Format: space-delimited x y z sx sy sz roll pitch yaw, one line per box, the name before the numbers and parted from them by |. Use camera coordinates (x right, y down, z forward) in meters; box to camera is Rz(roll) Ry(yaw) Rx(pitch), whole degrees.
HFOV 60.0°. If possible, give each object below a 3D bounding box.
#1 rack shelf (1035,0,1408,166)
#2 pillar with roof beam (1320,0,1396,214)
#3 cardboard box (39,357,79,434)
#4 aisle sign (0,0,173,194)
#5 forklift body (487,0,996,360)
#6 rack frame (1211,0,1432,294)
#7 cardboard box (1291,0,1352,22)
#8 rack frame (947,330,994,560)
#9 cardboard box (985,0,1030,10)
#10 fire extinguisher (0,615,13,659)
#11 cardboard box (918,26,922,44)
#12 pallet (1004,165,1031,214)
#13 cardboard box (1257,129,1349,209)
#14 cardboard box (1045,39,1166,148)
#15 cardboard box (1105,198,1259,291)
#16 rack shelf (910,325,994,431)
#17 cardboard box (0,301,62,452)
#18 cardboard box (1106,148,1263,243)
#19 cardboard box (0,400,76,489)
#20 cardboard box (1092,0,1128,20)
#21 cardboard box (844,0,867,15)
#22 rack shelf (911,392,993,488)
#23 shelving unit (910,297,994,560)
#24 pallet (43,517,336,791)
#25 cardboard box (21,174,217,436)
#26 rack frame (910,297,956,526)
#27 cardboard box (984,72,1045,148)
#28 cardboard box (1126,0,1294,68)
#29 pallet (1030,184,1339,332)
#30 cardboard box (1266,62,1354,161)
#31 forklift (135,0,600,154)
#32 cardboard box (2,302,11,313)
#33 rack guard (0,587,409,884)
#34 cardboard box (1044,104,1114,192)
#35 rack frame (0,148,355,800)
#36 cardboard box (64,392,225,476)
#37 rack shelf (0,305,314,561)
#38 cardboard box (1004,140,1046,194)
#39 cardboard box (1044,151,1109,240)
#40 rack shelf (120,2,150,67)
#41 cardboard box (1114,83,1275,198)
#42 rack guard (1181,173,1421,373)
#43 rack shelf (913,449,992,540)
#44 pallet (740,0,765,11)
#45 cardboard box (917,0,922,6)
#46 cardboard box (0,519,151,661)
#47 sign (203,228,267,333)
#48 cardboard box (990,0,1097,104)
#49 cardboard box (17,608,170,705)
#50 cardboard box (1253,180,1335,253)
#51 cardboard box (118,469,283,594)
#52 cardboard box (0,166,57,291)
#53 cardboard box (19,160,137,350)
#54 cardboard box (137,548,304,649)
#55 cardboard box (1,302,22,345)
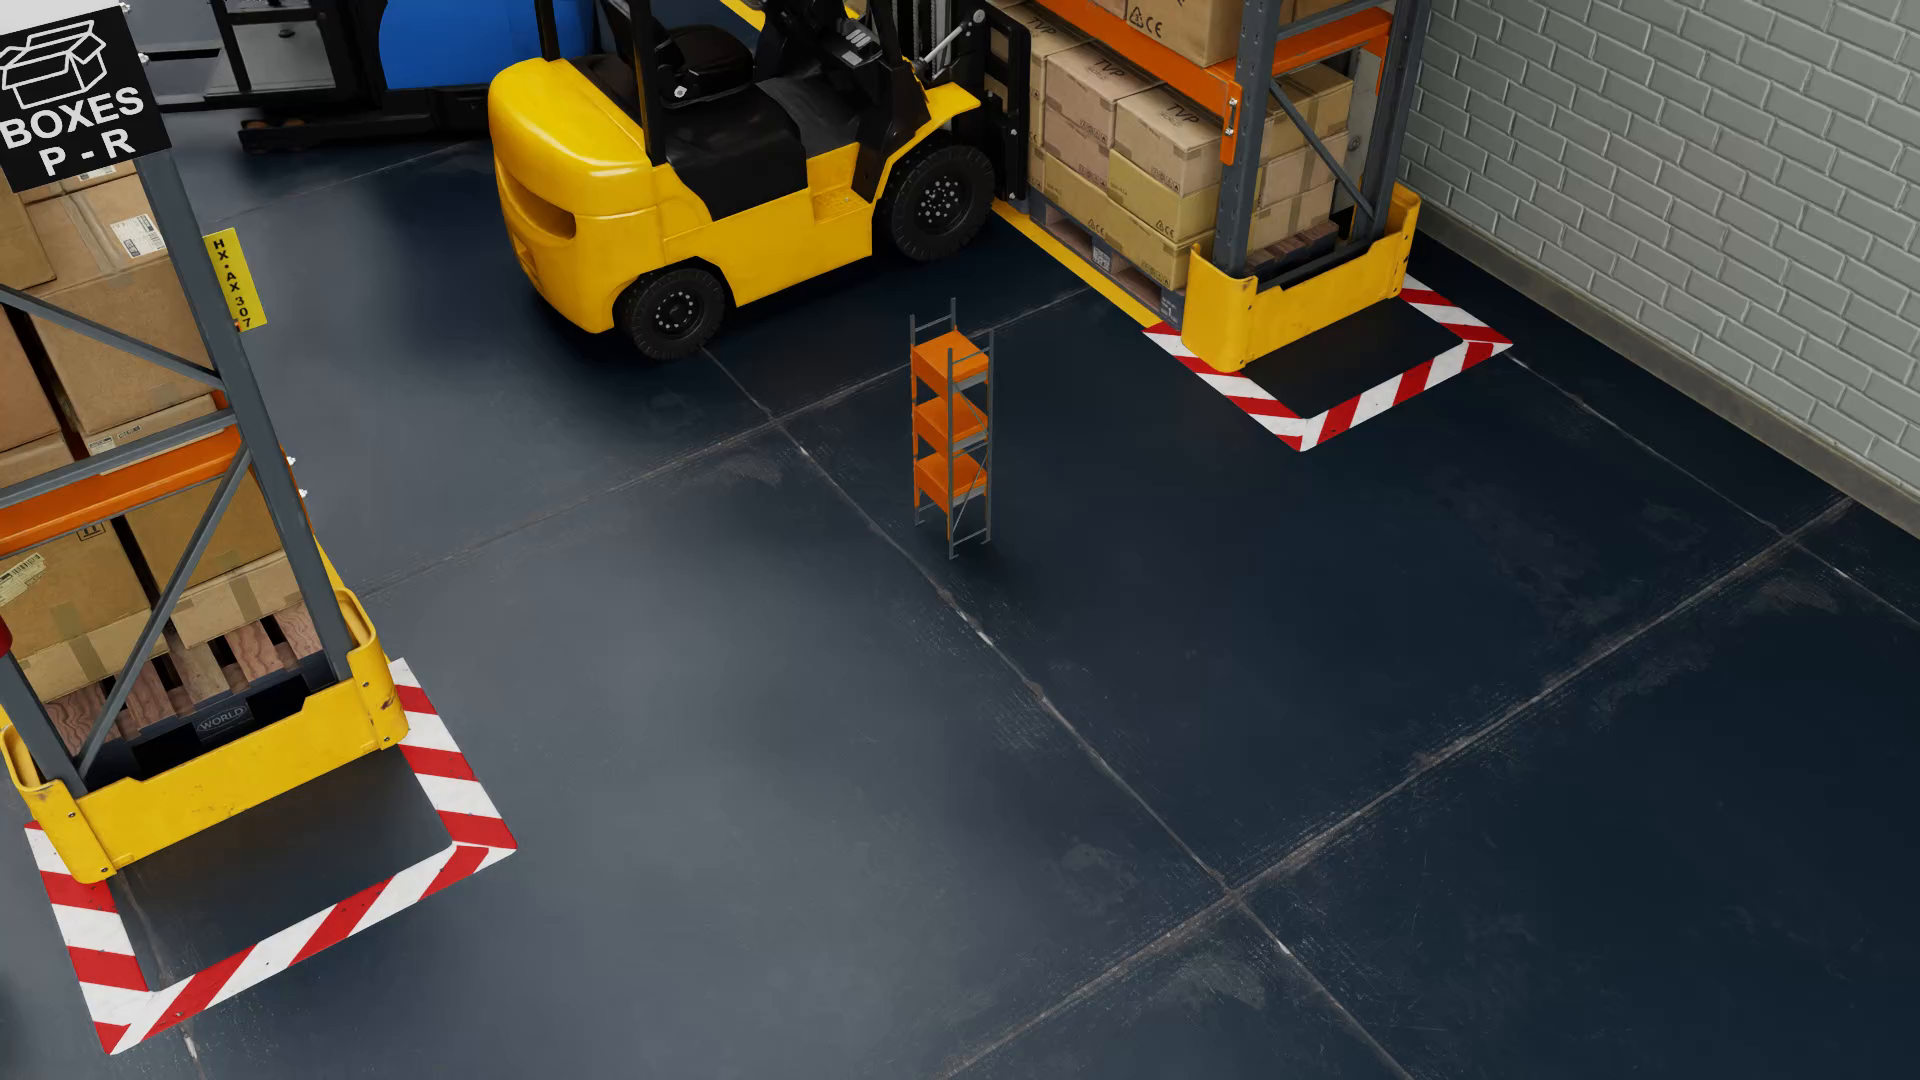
rack shelf | 0.419 -3.040 8.283 1.077 0.370 4.000 -26 49 -24
pillar with roof beam | -1.627 -3.387 3.781 9.100 9.000 0.400 -26 49 -24
cardboard box | -2.687 -0.525 5.310 0.380 0.149 0.250 -25 49 -24
aisle sign | -2.217 -1.232 3.986 0.394 0.787 0.004 -26 49 -24
forklift body | -1.018 -2.214 7.511 2.313 2.155 1.214 -26 49 -24
rack frame | 1.563 -2.167 6.848 1.000 3.000 0.127 -26 49 -24
cardboard box | 1.507 -2.594 7.222 0.500 0.500 0.500 -24 49 -23
rack frame | 0.039 -0.341 6.347 0.200 1.050 0.008 -26 49 -24
cardboard box | 0.166 -2.683 8.351 0.500 0.250 0.500 -27 50 -25
fire extinguisher | -2.819 0.070 4.560 0.296 0.674 0.183 -26 49 -24
cardboard box | -0.134 -2.801 8.837 0.500 0.250 0.500 -26 50 -25
pallet | 0.397 -2.266 8.970 1.003 0.211 1.213 -26 49 -24
cardboard box | 1.464 -1.854 7.845 0.500 0.250 0.500 -25 49 -24
cardboard box | 0.747 -2.111 7.752 0.500 0.250 0.500 -25 49 -24
cardboard box | 1.035 -1.466 7.801 0.500 0.250 0.500 -25 49 -24
rack shelf | -0.031 -0.608 6.231 0.215 0.259 0.240 -26 49 -24
cardboard box | -3.043 -0.547 4.863 0.500 0.500 0.500 -27 50 -25
cardboard box | 1.028 -1.658 7.639 0.500 0.250 0.500 -26 50 -25
cardboard box | -2.896 -0.241 5.012 0.380 0.149 0.250 -24 49 -23
cardboard box | 0.777 -2.676 7.309 0.500 0.500 0.500 -24 49 -23
cardboard box | -0.412 -3.091 9.140 0.500 0.250 0.500 -26 49 -25
rack shelf | -0.031 -0.402 6.427 0.215 0.259 0.240 -26 49 -24
shelving unit | -0.031 -0.410 6.419 0.215 1.050 0.252 -26 49 -24
pallet | -2.986 0.287 6.297 1.003 0.211 1.213 -26 49 -24
cardboard box | -2.550 -0.726 5.050 0.500 0.500 0.500 -26 50 -25
rack frame | -0.100 -0.479 6.492 0.200 1.050 0.008 -26 49 -24
cardboard box | 0.437 -2.230 8.239 0.500 0.250 0.500 -27 50 -25
cardboard box | 1.066 -2.379 6.997 0.500 0.500 0.500 -27 50 -25
pallet | 1.091 -1.575 8.247 1.003 0.211 1.213 -26 49 -24
cardboard box | 1.443 -2.033 7.671 0.500 0.250 0.500 -26 50 -25
forklift | -3.546 -3.523 8.318 3.031 2.935 1.130 -6 44 -6
cardboard box | -3.464 -0.829 5.628 0.380 0.149 0.250 -25 49 -24
rack guard | -2.550 0.657 5.700 1.175 0.500 0.348 -26 49 -24
cardboard box | 0.750 -1.946 7.941 0.500 0.250 0.500 -26 50 -25
rack frame | -2.506 -0.205 4.792 1.000 3.000 0.127 -26 49 -24
cardboard box | -2.531 -0.388 5.166 0.380 0.149 0.250 -26 49 -24
rack shelf | -3.650 -1.077 6.227 1.077 0.370 4.000 -26 49 -24
cardboard box | 0.479 -2.038 8.400 0.500 0.250 0.500 -25 49 -24
cardboard box | 0.758 -1.751 8.100 0.500 0.250 0.500 -26 49 -24
rack shelf | -3.650 -2.162 5.191 1.077 0.370 4.000 -26 49 -24
cardboard box | 1.044 -1.824 7.451 0.500 0.250 0.500 -24 49 -23
rack guard | 1.577 -1.250 7.697 1.175 0.500 0.348 -26 49 -24
rack shelf | -0.031 -0.201 6.618 0.215 0.259 0.240 -26 49 -24
pallet | -1.179 -3.826 10.605 1.003 0.211 1.213 -26 49 -24
cardboard box | -0.128 -2.983 8.666 0.500 0.250 0.500 -24 49 -23
cardboard box | -3.179 0.016 5.705 0.500 0.500 0.500 -25 49 -24
sign | -2.061 -0.732 4.718 0.100 0.325 0.005 -26 49 -24
cardboard box | 0.450 -2.393 8.047 0.500 0.250 0.500 -25 49 -24
cardboard box | -3.203 0.273 5.979 0.500 0.250 0.500 -26 49 -25
cardboard box | 1.442 -1.680 8.025 0.500 0.250 0.500 -26 49 -24
cardboard box | -2.755 -0.212 5.944 0.500 0.500 0.500 -27 50 -26
cardboard box | -2.978 -0.913 4.522 0.700 0.500 0.500 -27 50 -25
cardboard box | -2.849 -1.018 5.356 0.500 0.500 0.500 -24 49 -23
cardboard box | -2.741 0.072 6.189 0.500 0.250 0.500 -26 49 -25
cardboard box | -3.325 -0.832 5.162 0.500 0.500 0.500 -26 49 -24
